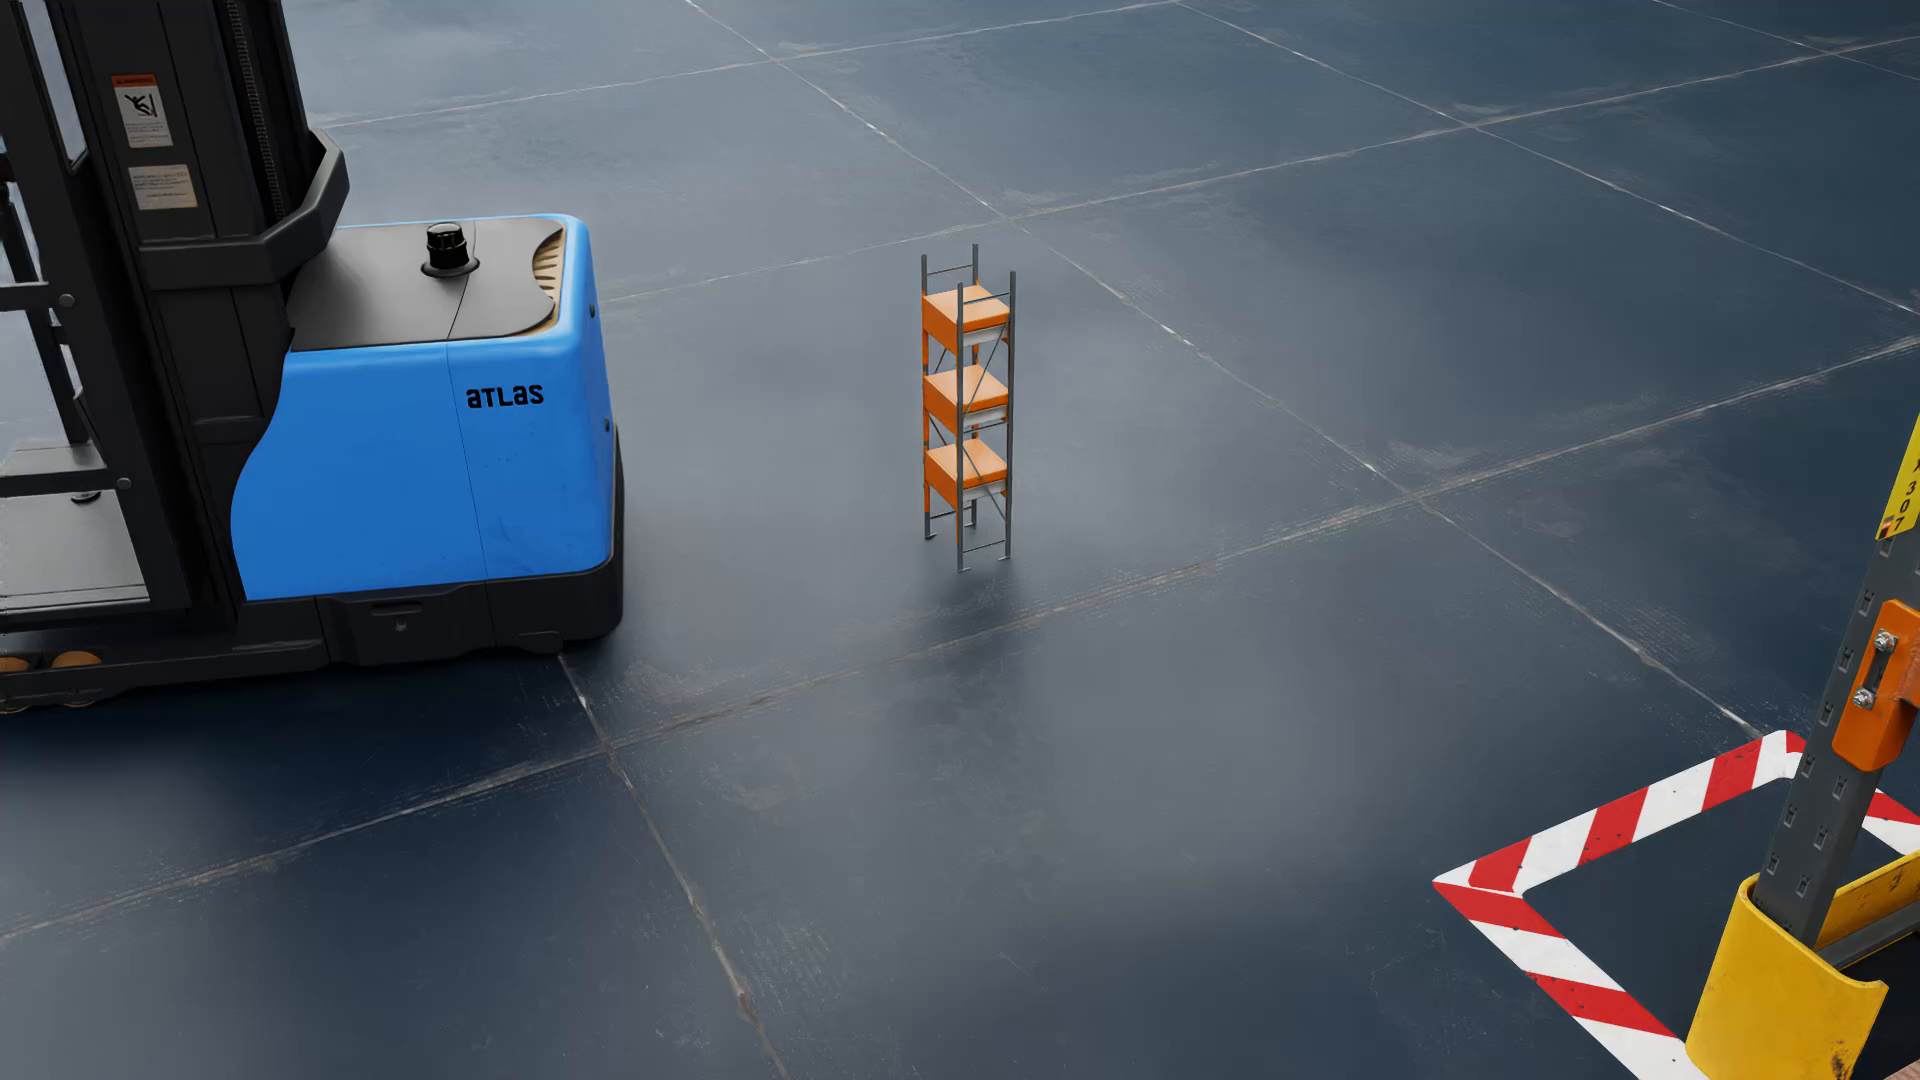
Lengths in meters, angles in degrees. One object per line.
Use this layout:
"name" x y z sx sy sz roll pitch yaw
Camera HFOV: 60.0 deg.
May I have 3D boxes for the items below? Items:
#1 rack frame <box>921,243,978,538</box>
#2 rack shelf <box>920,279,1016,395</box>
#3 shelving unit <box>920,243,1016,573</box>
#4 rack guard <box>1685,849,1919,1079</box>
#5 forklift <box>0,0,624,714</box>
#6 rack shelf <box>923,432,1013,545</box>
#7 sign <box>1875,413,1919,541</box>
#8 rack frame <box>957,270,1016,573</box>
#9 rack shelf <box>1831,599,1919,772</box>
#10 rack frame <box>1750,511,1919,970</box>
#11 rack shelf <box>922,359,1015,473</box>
"rack frame" -0.032 -0.475 5.518 0.200 1.050 0.008 -16 36 -23
"rack shelf" 0.025 -0.647 5.280 0.215 0.259 0.240 -16 36 -23
"shelving unit" 0.025 -0.417 5.427 0.215 1.050 0.252 -16 36 -23
"rack guard" 2.270 0.909 3.868 1.175 0.500 0.348 -16 36 -23
"forklift" -2.627 -1.025 4.634 3.031 2.935 1.130 -5 33 -8
"rack shelf" 0.025 -0.174 5.583 0.215 0.259 0.240 -16 36 -23
"sign" 1.704 -0.149 2.945 0.100 0.325 0.005 -16 36 -23
"rack frame" 0.082 -0.358 5.336 0.200 1.050 0.008 -16 36 -23
"rack shelf" 3.125 1.089 1.936 1.077 0.370 4.000 -16 36 -23
"rack frame" 2.192 -0.168 3.232 1.000 3.000 0.127 -16 36 -23
"rack shelf" 0.025 -0.408 5.433 0.215 0.259 0.240 -16 36 -23
